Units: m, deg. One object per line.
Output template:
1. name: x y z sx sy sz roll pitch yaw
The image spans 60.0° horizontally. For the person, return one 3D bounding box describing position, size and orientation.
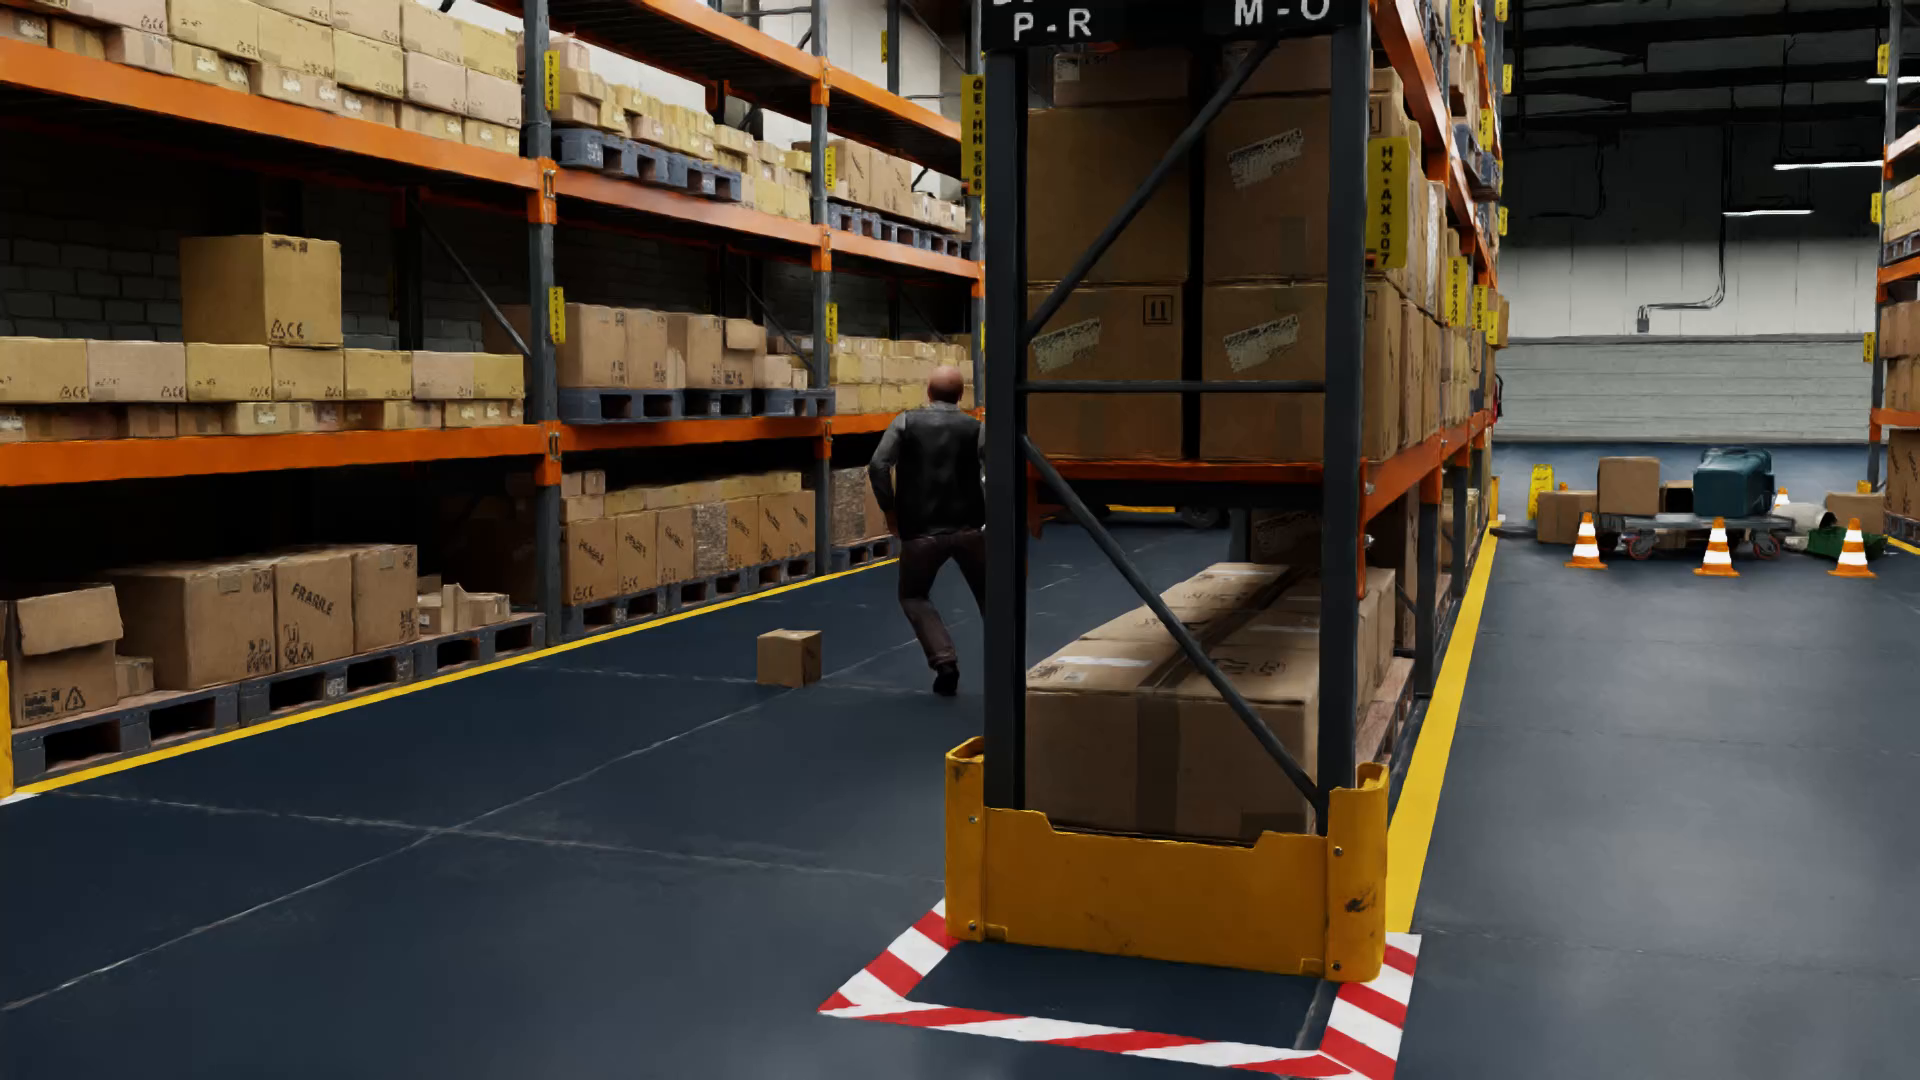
1. person: -0.008 -0.033 8.223 0.911 1.657 0.517 -1 5 -11
